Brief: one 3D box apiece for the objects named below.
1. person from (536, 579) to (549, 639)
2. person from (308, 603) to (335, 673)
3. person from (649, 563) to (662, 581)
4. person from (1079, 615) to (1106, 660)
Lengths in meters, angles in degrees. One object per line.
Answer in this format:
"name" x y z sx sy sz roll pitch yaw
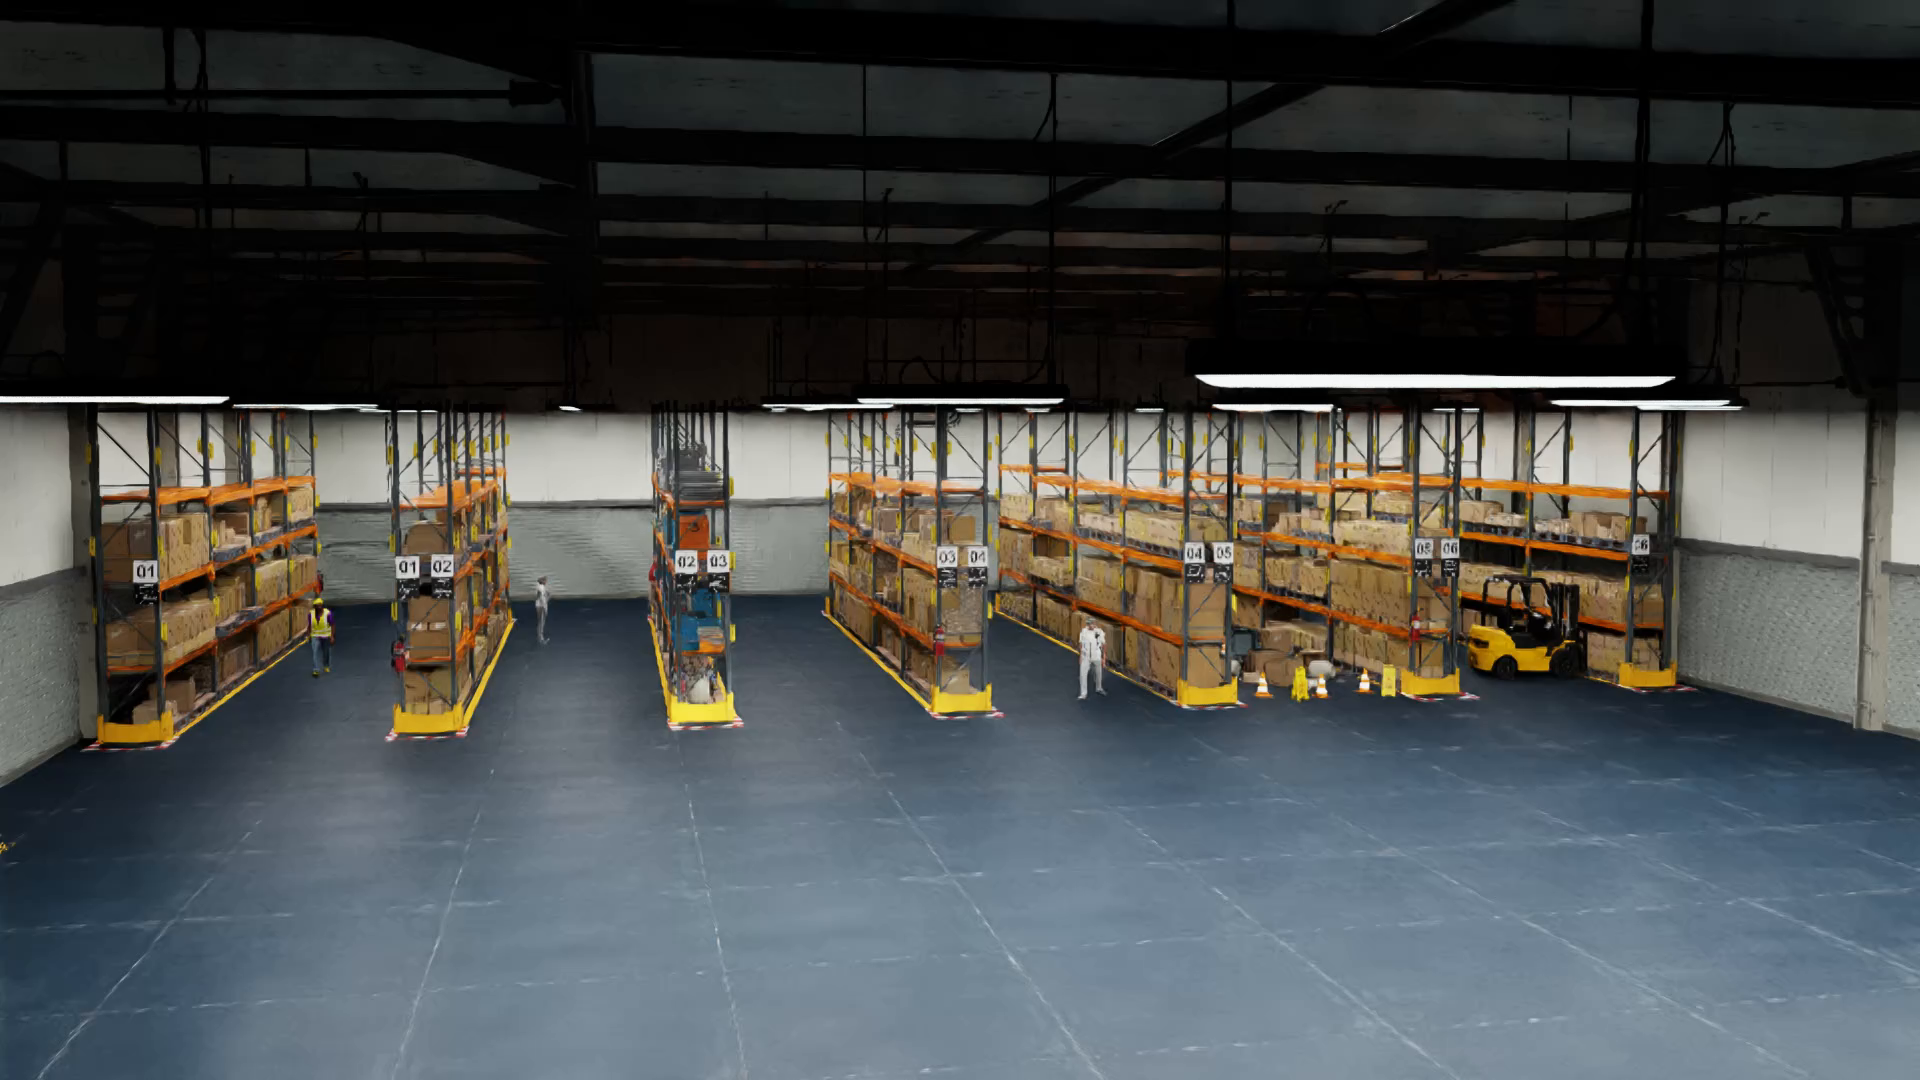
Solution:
"person" -10.522 1.689 41.893 0.317 1.594 0.537 -2 5 -27
"person" -14.073 2.095 36.681 0.591 1.617 0.864 -1 4 -13
"person" -8.343 0.811 45.656 0.540 0.655 0.348 3 5 34
"person" 2.668 1.944 33.480 0.541 0.894 0.385 1 4 10
